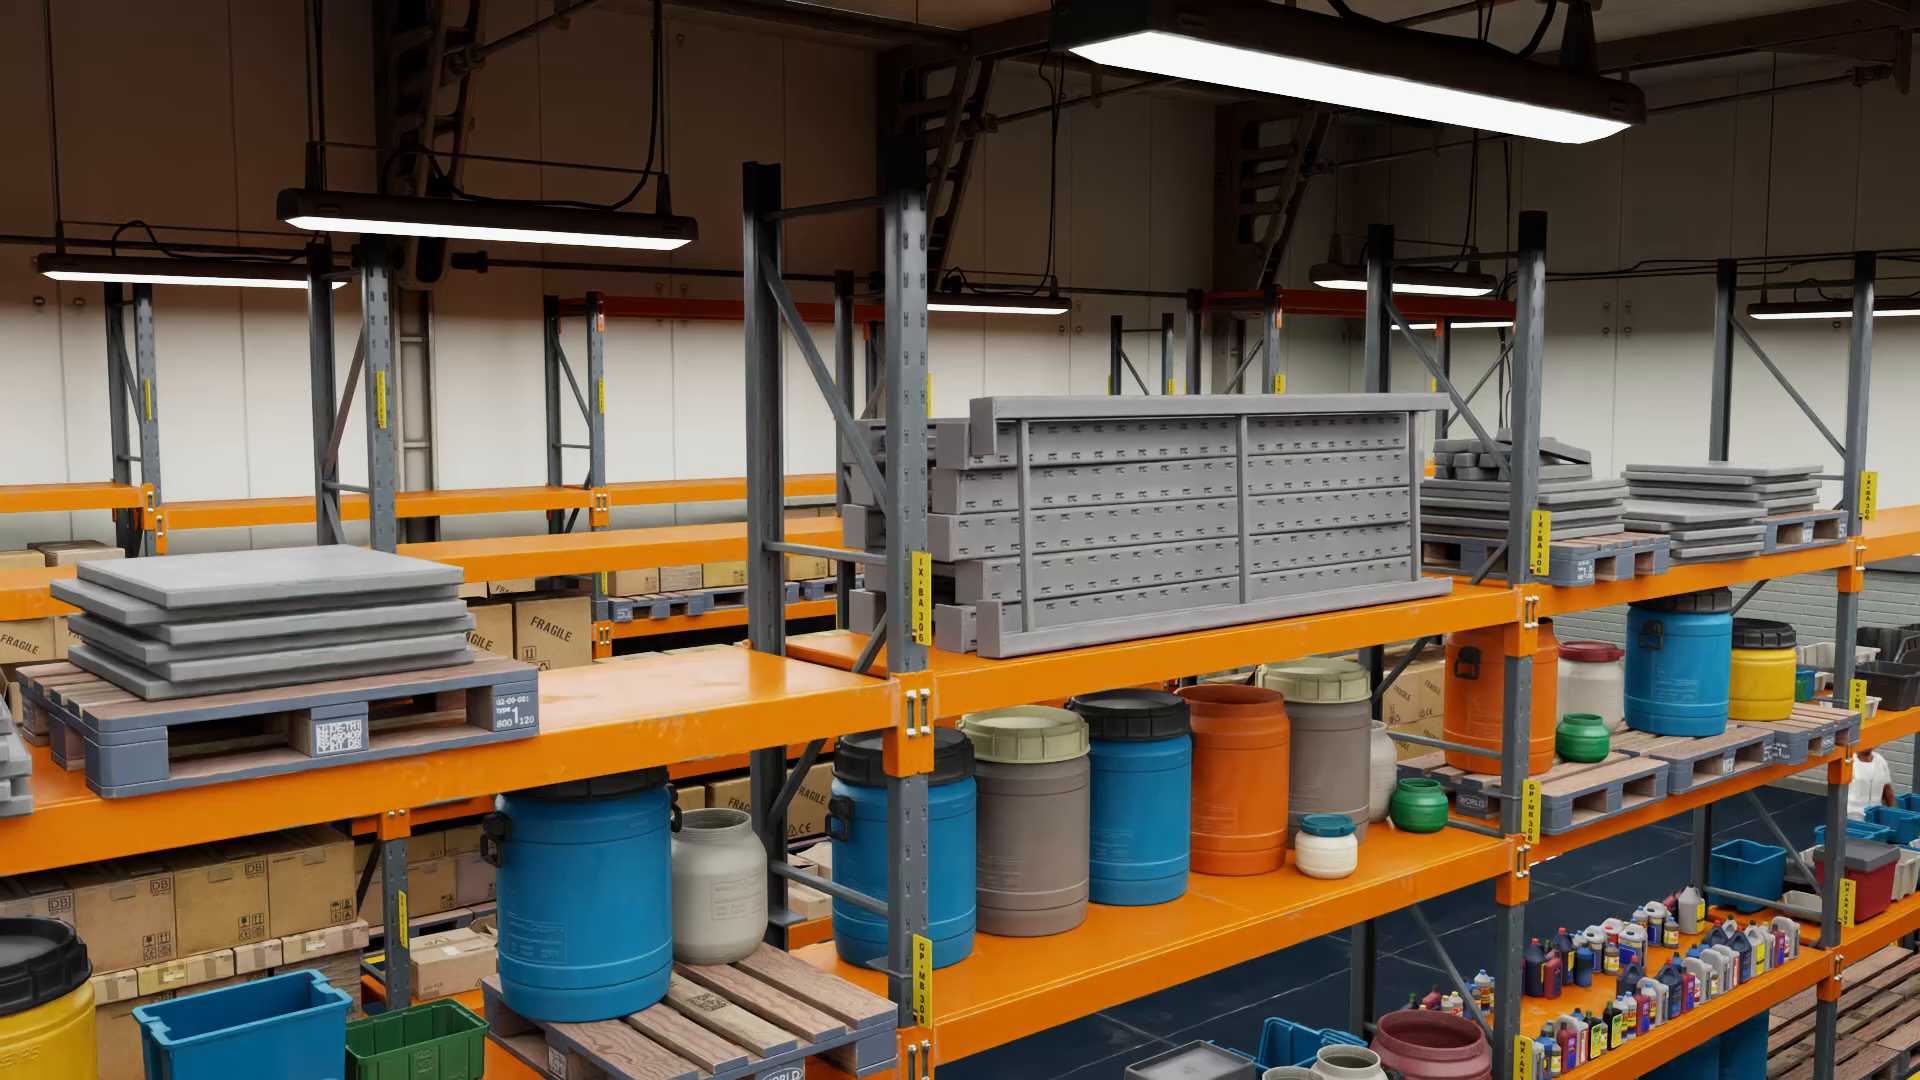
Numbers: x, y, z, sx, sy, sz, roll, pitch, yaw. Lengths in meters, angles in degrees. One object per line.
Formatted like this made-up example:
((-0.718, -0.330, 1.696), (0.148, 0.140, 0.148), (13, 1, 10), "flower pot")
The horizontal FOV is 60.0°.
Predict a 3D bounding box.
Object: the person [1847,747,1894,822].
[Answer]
((9.023, 2.709, 16.571), (0.592, 1.732, 0.970), (-1, 6, -9), "person")
